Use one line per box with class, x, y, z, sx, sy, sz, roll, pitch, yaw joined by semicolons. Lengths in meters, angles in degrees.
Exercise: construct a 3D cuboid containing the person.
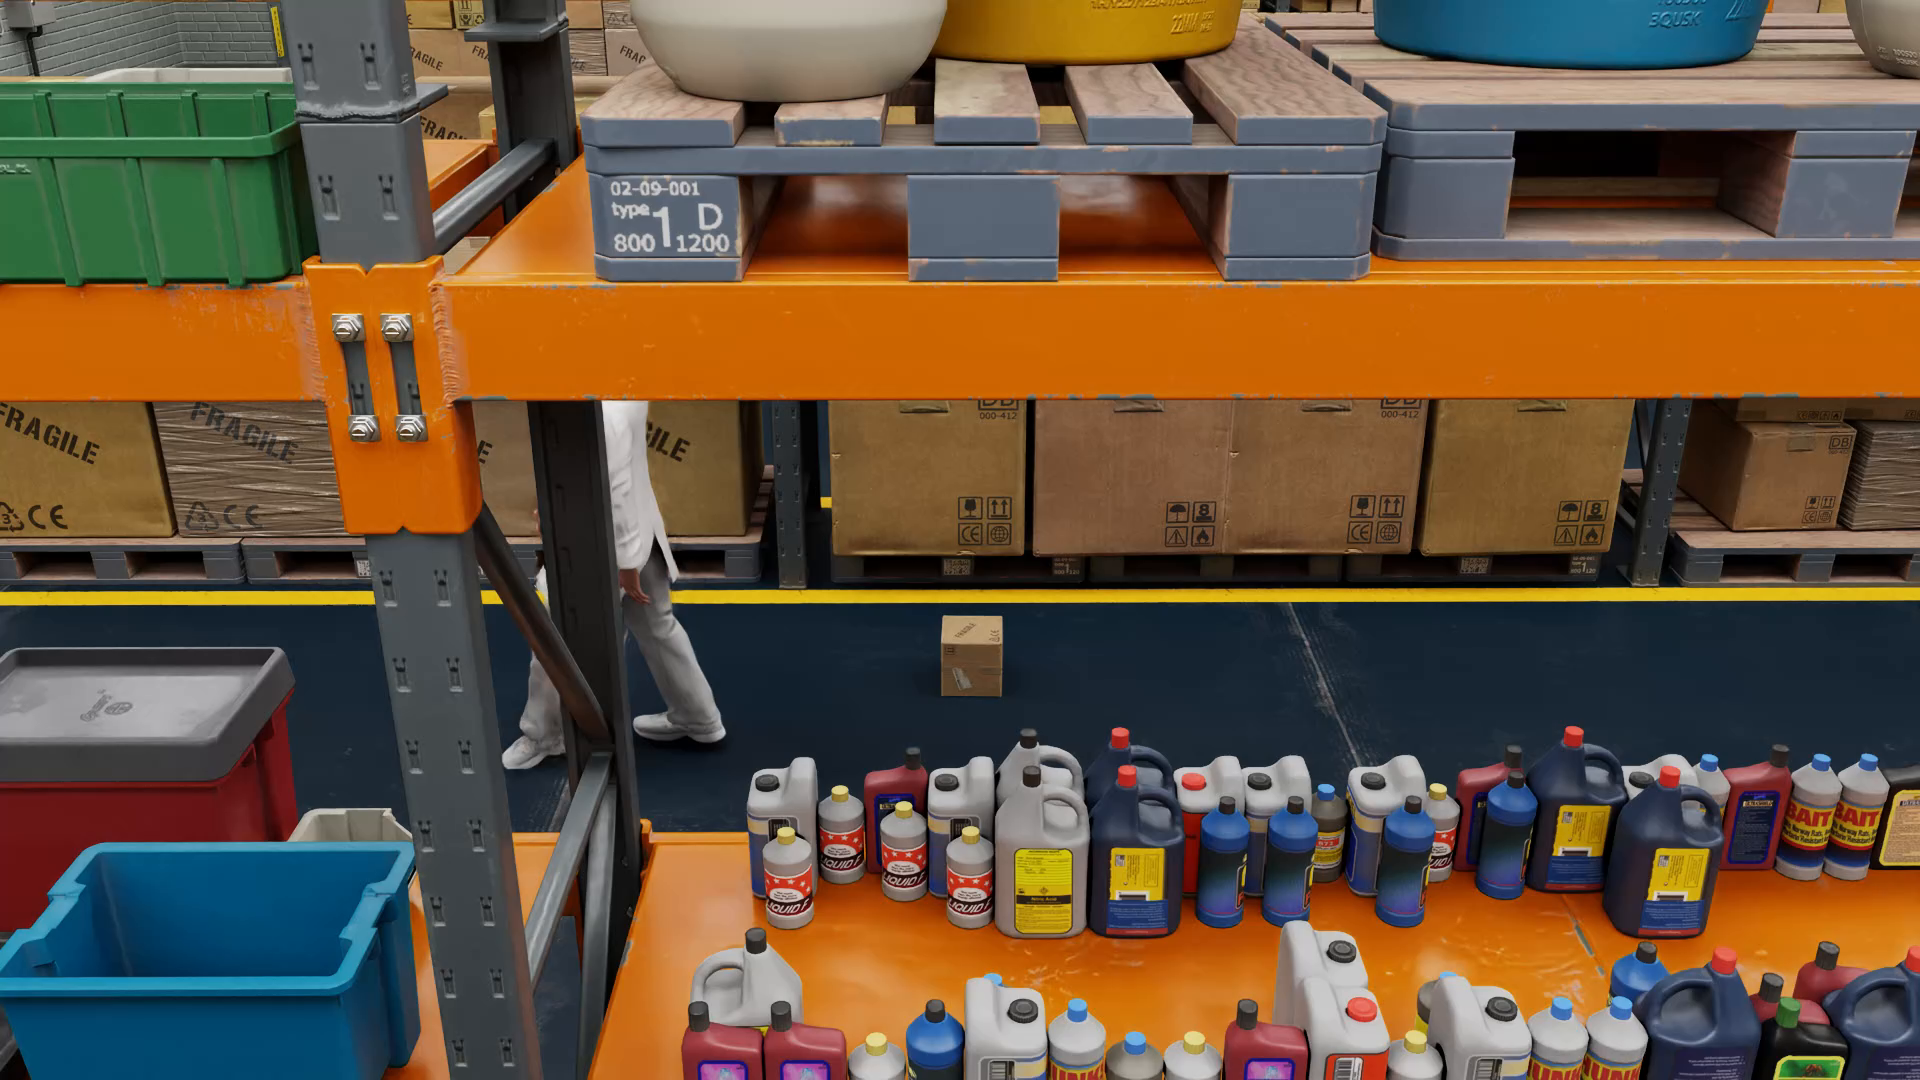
person;-1.347;0.015;6.112;0.870;1.817;0.589;2;24;5
